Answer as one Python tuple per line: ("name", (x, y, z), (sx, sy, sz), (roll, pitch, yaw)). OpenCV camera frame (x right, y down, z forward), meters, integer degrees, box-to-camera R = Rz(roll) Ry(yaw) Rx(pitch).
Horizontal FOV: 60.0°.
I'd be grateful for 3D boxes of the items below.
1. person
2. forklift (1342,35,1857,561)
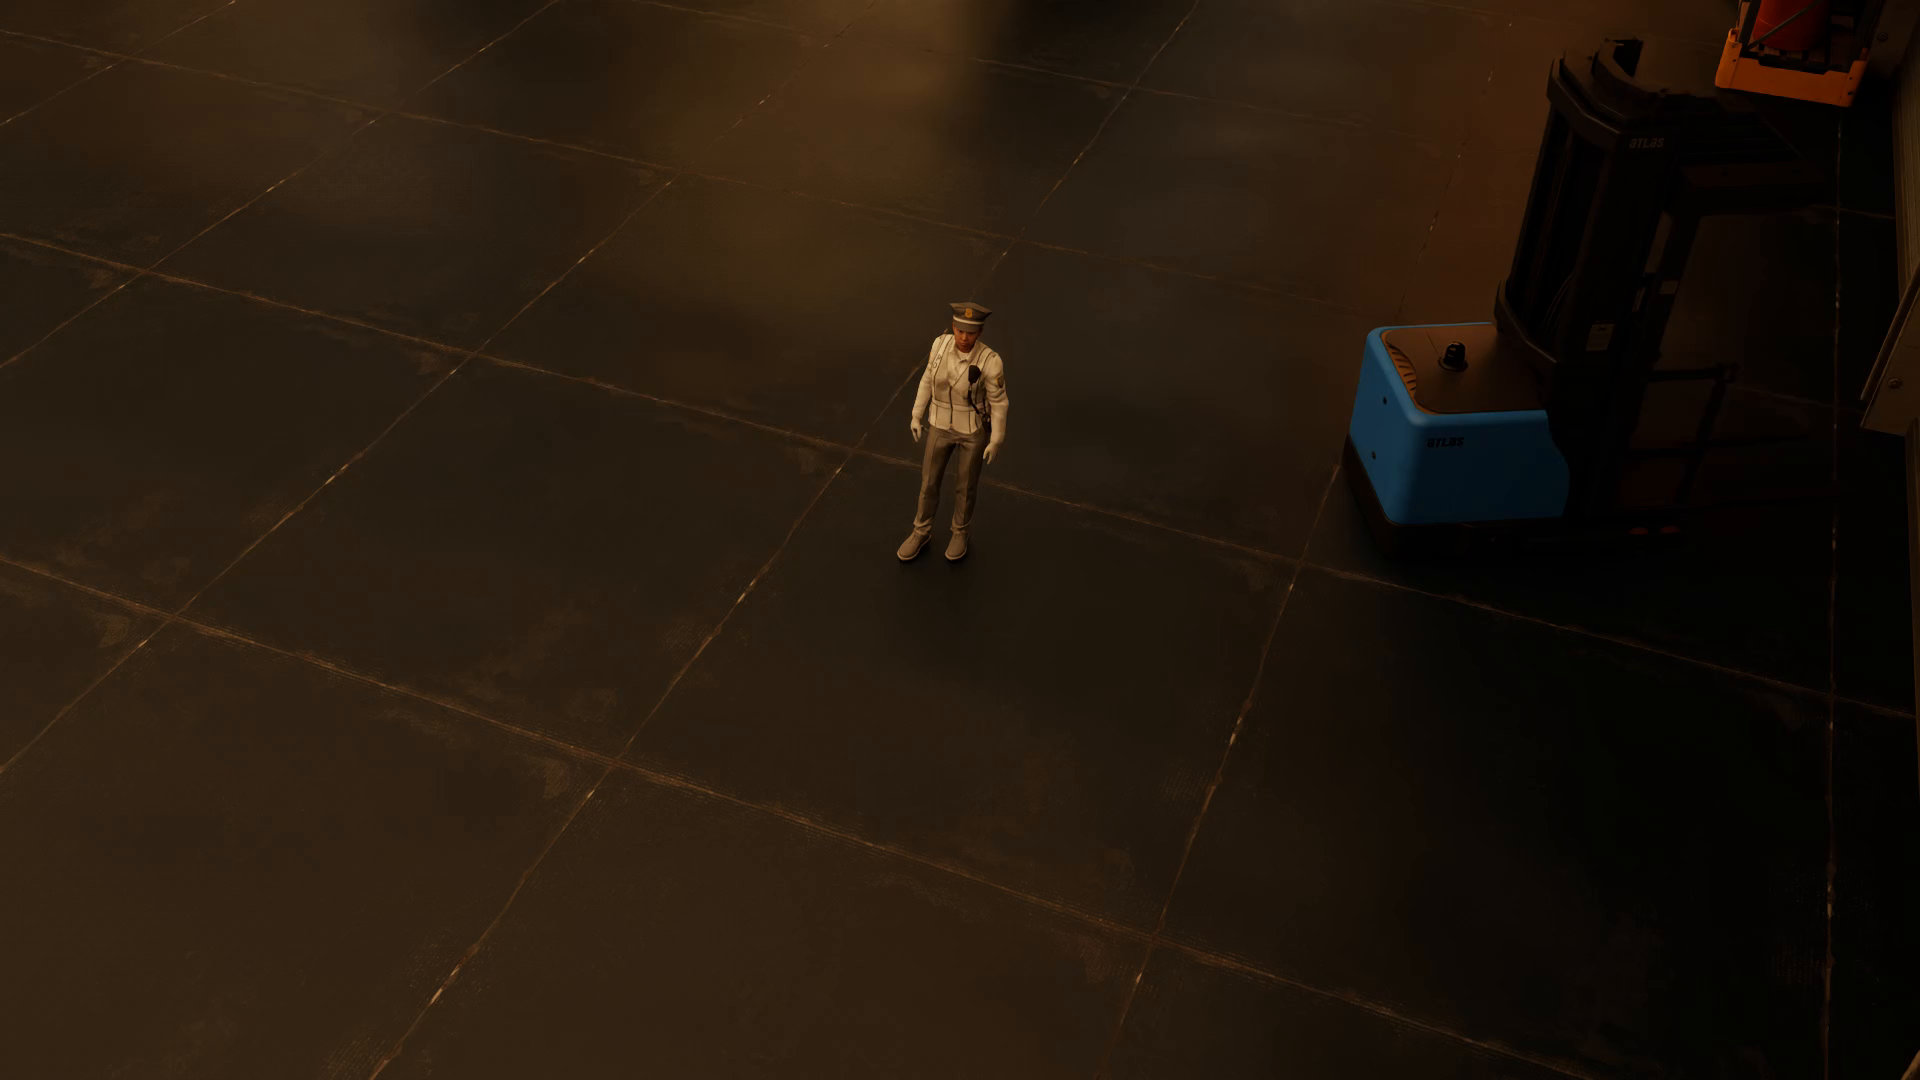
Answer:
("person", (-0.033, -0.617, 9.695), (0.586, 1.694, 0.532), (15, 42, 17))
("forklift", (4.019, -1.377, 9.651), (3.031, 2.935, 1.130), (-3, 40, -4))
